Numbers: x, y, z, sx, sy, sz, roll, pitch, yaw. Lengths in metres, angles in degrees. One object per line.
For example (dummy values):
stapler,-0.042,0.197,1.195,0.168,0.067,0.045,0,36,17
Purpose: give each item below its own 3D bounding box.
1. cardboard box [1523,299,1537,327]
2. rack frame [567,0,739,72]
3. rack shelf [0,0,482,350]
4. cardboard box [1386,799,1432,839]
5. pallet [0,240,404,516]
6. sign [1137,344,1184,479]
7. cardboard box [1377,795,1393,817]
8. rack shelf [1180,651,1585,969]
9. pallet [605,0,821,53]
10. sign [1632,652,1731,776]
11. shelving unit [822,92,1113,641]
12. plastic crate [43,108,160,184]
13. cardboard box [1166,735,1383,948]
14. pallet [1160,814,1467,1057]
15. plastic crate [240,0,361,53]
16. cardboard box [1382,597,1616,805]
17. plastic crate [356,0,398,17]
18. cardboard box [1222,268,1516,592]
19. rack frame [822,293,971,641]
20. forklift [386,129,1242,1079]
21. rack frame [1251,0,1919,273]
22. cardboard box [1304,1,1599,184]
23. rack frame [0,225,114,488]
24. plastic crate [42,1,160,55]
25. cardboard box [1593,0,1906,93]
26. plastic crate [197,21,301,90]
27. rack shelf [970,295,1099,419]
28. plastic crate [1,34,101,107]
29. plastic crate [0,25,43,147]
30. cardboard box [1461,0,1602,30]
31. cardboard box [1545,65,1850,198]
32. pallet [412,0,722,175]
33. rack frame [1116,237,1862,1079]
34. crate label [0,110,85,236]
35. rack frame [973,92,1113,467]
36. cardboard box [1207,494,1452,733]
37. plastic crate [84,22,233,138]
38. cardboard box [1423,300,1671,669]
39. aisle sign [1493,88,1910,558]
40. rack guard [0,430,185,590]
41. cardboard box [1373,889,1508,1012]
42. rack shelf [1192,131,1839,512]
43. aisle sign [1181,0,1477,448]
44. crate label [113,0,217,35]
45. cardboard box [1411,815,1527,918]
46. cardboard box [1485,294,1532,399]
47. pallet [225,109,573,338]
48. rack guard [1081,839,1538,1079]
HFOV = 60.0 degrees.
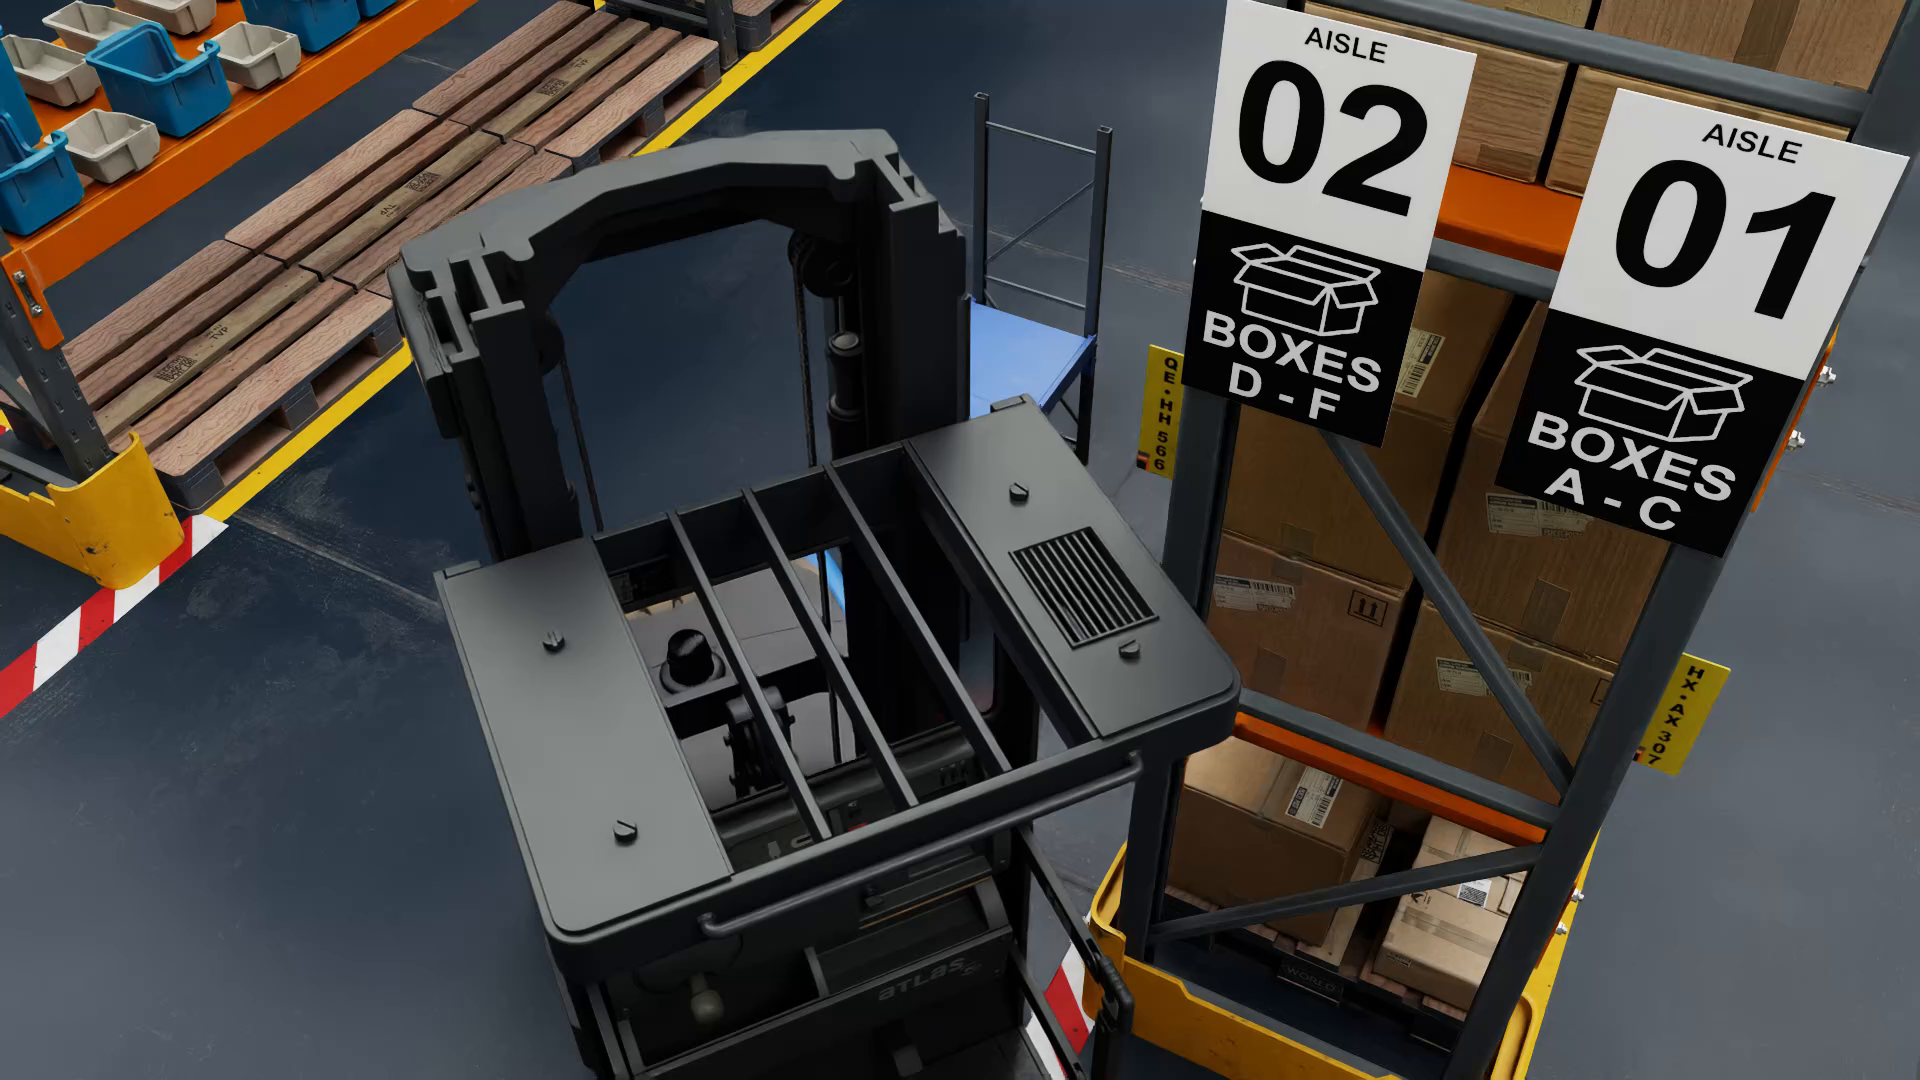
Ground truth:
cardboard box,1.573,-0.449,3.811,0.500,0.500,0.500,21,49,19
rack frame,-1.631,-3.695,7.793,1.000,3.000,0.127,20,49,19
rack shelf,-2.560,-2.182,6.804,1.077,0.370,4.000,20,49,19
cardboard box,1.633,0.710,5.063,0.500,0.250,0.500,20,49,19
pallet,-3.071,-0.702,6.795,1.003,0.211,1.213,20,49,19
sign,0.415,-0.252,3.353,0.100,0.325,0.005,20,49,19
cardboard box,1.199,0.654,5.177,0.380,0.166,0.250,20,49,19
rack shelf,1.826,-0.545,5.185,1.077,0.370,4.000,20,49,19
pallet,-1.236,-3.187,9.252,1.003,0.211,1.213,20,49,19
sign,1.378,0.337,3.199,0.100,0.325,0.005,20,49,19
shelving unit,0.040,-0.581,5.770,0.538,1.500,1.048,20,49,19
plastic crate,-2.860,-1.325,5.594,0.250,0.136,0.298,20,49,19
cardboard box,0.932,0.763,4.835,0.500,0.500,0.500,20,49,19
pallet,1.302,0.892,5.220,1.003,0.211,1.213,20,49,19
plastic crate,-2.471,-2.014,6.207,0.416,0.233,0.300,20,49,19
cardboard box,1.337,0.235,3.839,0.500,0.500,0.500,21,49,20
plastic crate,-2.332,-2.203,6.394,0.416,0.233,0.300,20,49,19
cardboard box,0.860,-0.295,3.660,0.500,0.500,0.500,20,49,19
rack frame,-0.196,-0.261,5.453,0.500,1.500,0.032,20,49,19
forklift,-0.237,0.812,3.387,1.130,2.935,3.031,-18,48,-17
rack frame,0.897,-1.646,1.550,1.000,3.000,0.127,20,49,19
cardboard box,0.902,-0.950,3.076,0.500,0.250,0.500,20,49,19
rack frame,-3.488,-1.175,5.303,1.000,3.000,0.127,20,49,19
plastic crate,-3.123,-1.855,6.118,0.396,0.136,0.243,20,49,19
cardboard box,1.366,-0.953,2.728,0.500,0.250,0.500,20,49,19
plastic crate,-2.545,-1.753,6.016,0.250,0.136,0.298,20,49,19
rack shelf,0.040,-0.455,5.898,0.538,0.185,1.000,20,49,19
plastic crate,-3.270,-1.677,5.942,0.396,0.136,0.243,20,49,19
plastic crate,-3.498,-1.481,5.538,0.616,0.435,0.499,20,49,19
cardboard box,0.910,-1.123,2.896,0.500,0.250,0.500,20,49,19
cardboard box,1.361,-0.779,2.907,0.500,0.250,0.500,20,49,19
pallet,-1.938,-2.239,8.314,1.003,0.211,1.213,20,49,19
rack frame,0.897,0.462,3.684,1.000,3.000,0.127,20,49,19
crate label,-3.082,-1.184,5.387,0.416,0.233,0.303,20,49,19
rack frame,0.276,-0.901,6.086,0.500,1.500,0.032,20,49,19
cardboard box,0.864,0.055,4.016,0.500,0.500,0.500,22,49,20
plastic crate,-2.776,-1.599,5.797,0.416,0.233,0.300,20,49,19
cardboard box,1.337,-0.117,3.483,0.500,0.500,0.500,22,49,20
aisle sign,1.126,-0.311,2.621,0.394,0.787,0.004,20,49,19
rack guard,-3.488,-0.277,6.173,1.175,0.500,0.348,20,49,19
cardboard box,1.396,1.160,4.690,0.380,0.149,0.250,20,49,19
rack shelf,1.826,-1.599,4.118,1.077,0.370,4.000,20,49,19
aisle sign,0.594,-0.510,2.817,0.394,0.787,0.004,20,49,19
crate label,-3.015,-2.039,6.299,0.396,0.136,0.243,20,49,19
cardboard box,1.512,0.996,4.839,0.380,0.166,0.250,20,49,19
cardboard box,1.094,-0.614,3.974,0.500,0.500,0.500,22,49,20
pallet,-2.504,-1.468,7.552,1.003,0.211,1.213,20,49,19
rack guard,0.933,1.293,4.620,1.175,0.500,0.348,20,49,19
